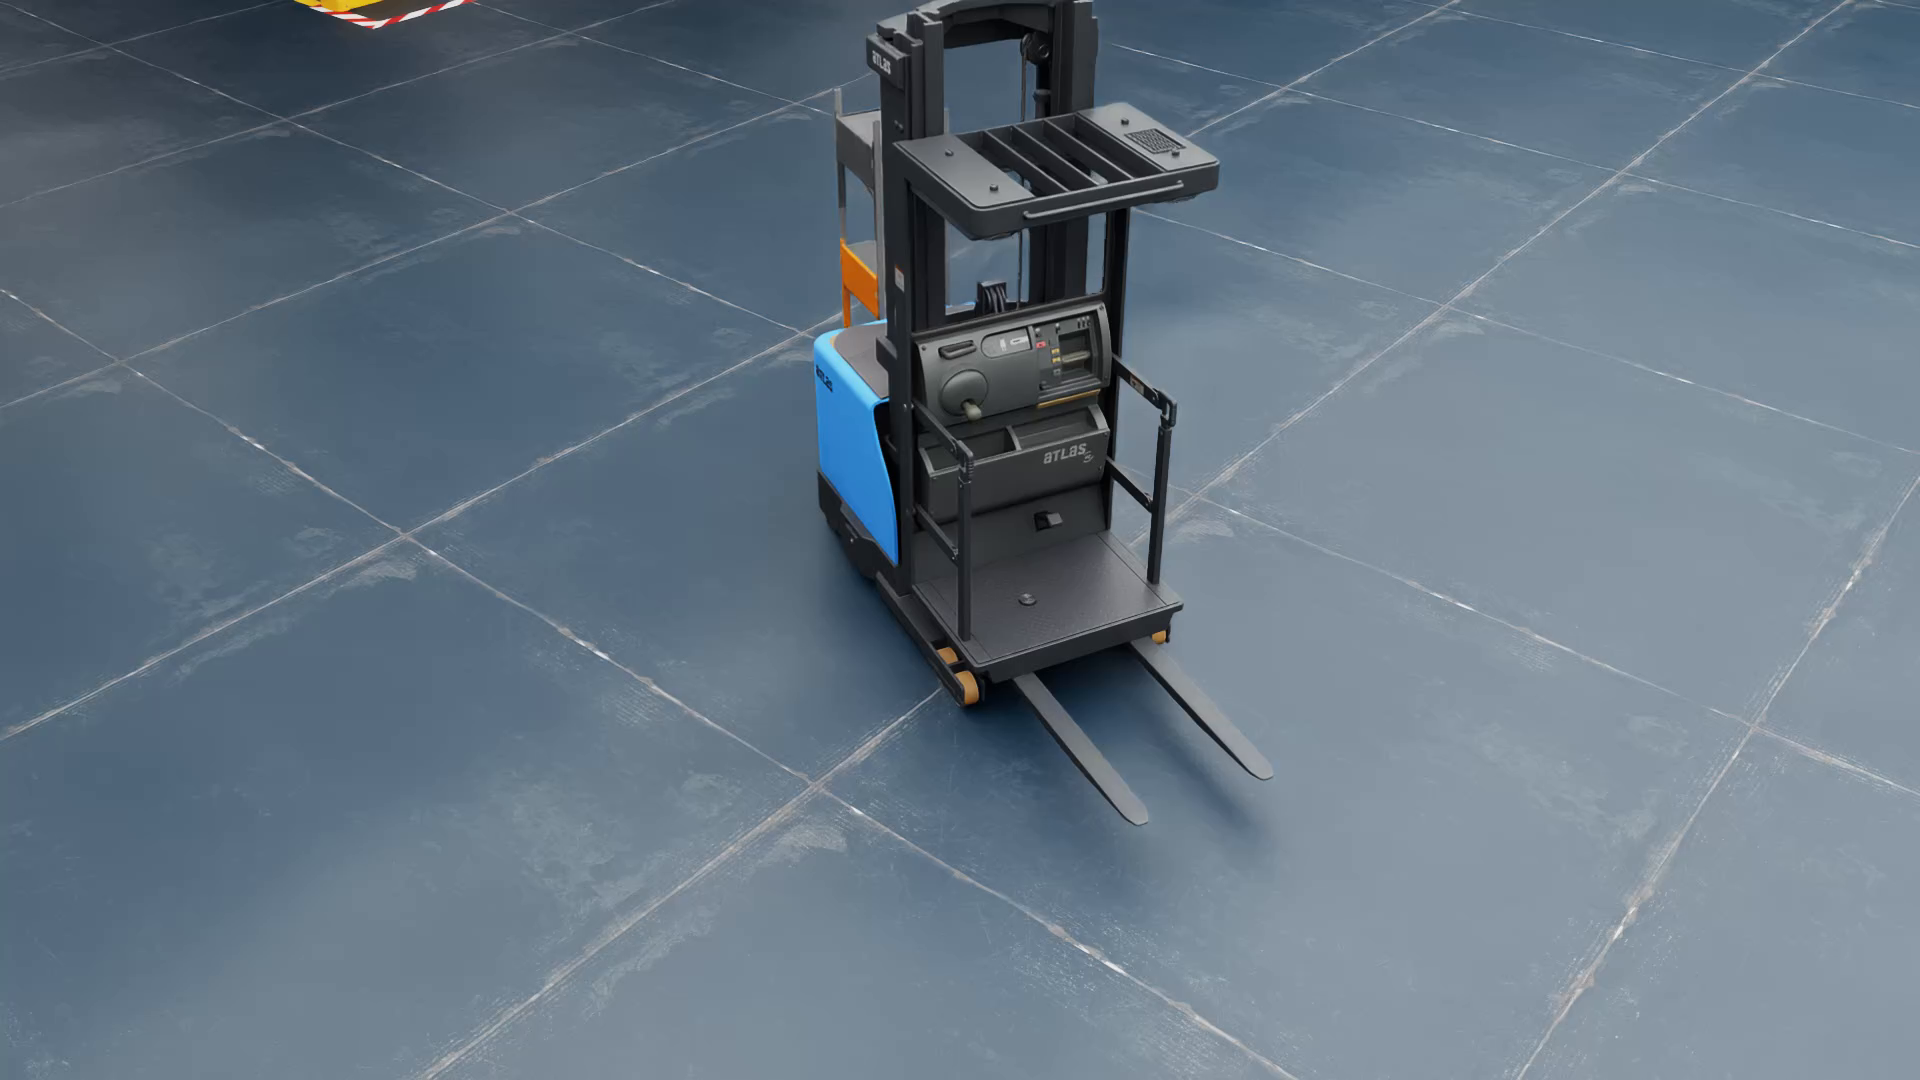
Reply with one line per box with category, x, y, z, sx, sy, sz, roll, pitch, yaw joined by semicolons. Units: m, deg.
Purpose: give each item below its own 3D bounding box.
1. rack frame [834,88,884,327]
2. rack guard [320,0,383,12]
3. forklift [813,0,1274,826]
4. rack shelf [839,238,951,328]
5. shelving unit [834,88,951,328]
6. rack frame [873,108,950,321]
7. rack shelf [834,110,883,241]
rack frame;-0.450;-1.437;8.988;0.400;2.100;0.015;-15;37;-21
rack guard;-5.830;-5.676;16.573;0.348;0.500;1.175;25;42;32
forklift;0.347;-0.729;7.222;1.130;2.935;3.031;-15;37;-21
rack shelf;-0.343;-1.302;8.815;0.431;0.518;0.480;-15;37;-21
shelving unit;-0.343;-1.313;8.807;0.431;2.100;0.503;-15;37;-21
rack frame;-0.235;-1.189;8.626;0.400;2.100;0.015;-15;37;-21
rack shelf;-0.343;-1.879;8.419;0.431;0.518;0.480;-15;37;-21
